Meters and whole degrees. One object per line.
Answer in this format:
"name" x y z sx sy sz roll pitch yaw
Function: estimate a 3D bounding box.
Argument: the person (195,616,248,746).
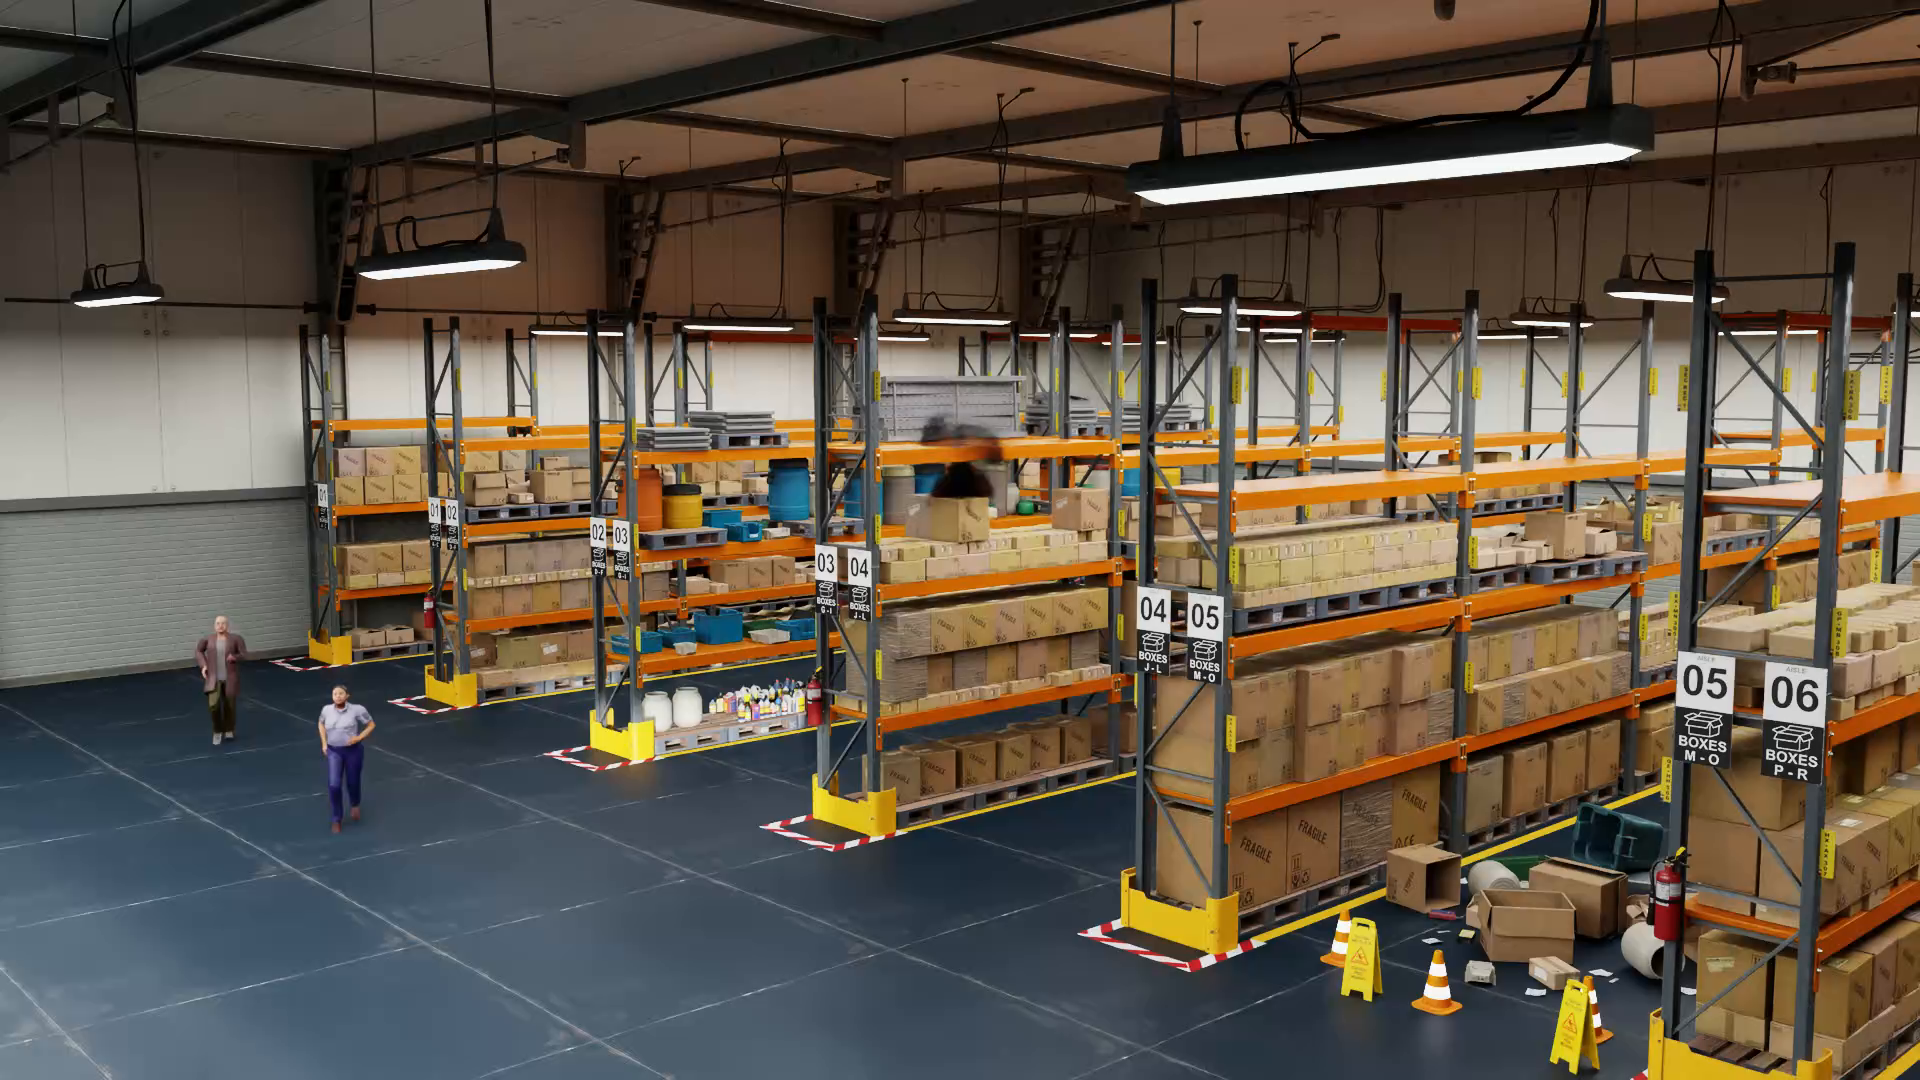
"person" -10.252 1.962 23.102 0.685 1.812 0.750 -2 6 -21

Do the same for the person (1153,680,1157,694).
"person" 3.174 1.743 25.853 0.747 1.677 0.643 -5 8 -43

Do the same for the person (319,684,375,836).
"person" -6.954 2.465 18.887 0.632 1.703 0.731 -1 6 -10
